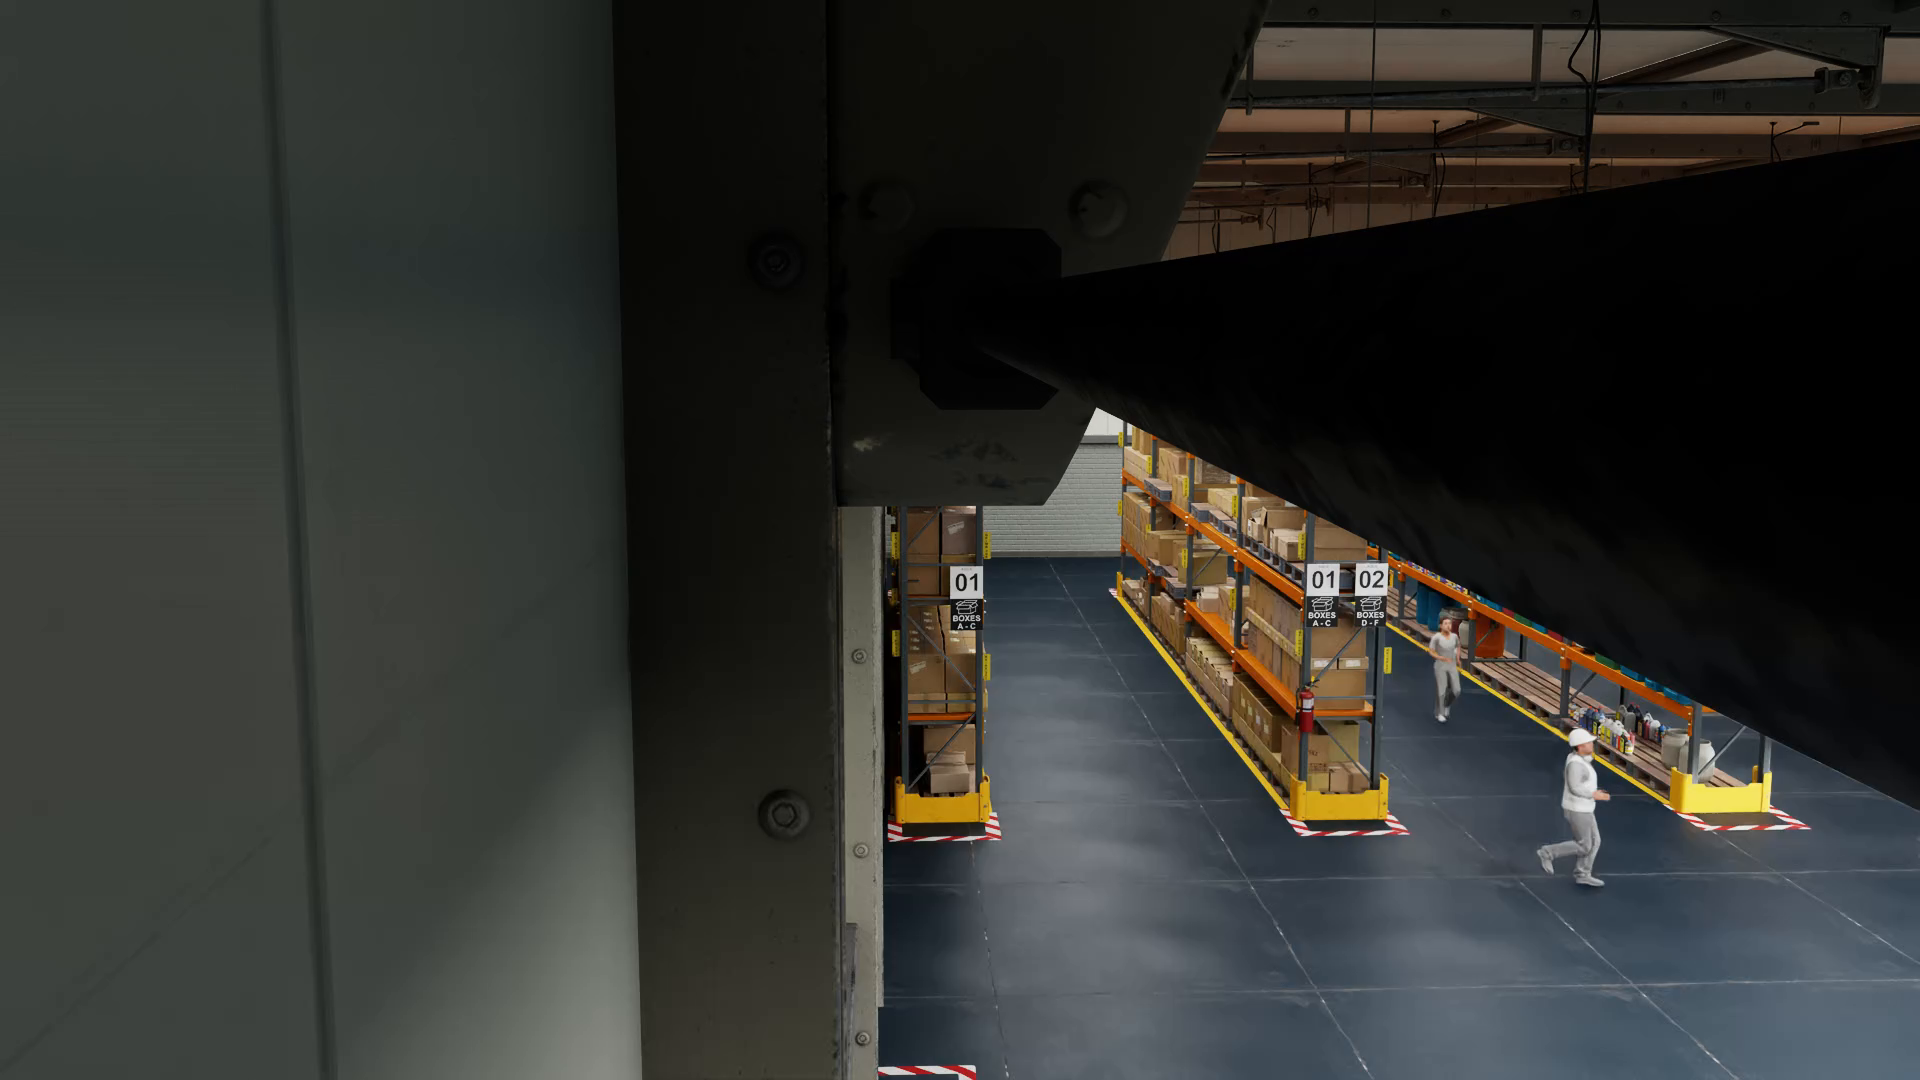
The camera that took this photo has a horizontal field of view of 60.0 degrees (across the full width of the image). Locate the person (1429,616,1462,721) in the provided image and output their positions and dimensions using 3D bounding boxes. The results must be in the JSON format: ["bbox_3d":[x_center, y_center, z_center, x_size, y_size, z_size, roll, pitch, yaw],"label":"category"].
[{"bbox_3d":[7.411,1.973,25.306,0.550,1.631,0.571,-1,8,-6],"label":"person"}]

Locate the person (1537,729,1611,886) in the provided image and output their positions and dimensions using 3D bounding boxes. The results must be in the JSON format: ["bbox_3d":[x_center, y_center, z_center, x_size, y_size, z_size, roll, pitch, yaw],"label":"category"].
[{"bbox_3d":[6.748,2.919,18.249,0.728,1.738,0.660,3,9,23],"label":"person"}]
